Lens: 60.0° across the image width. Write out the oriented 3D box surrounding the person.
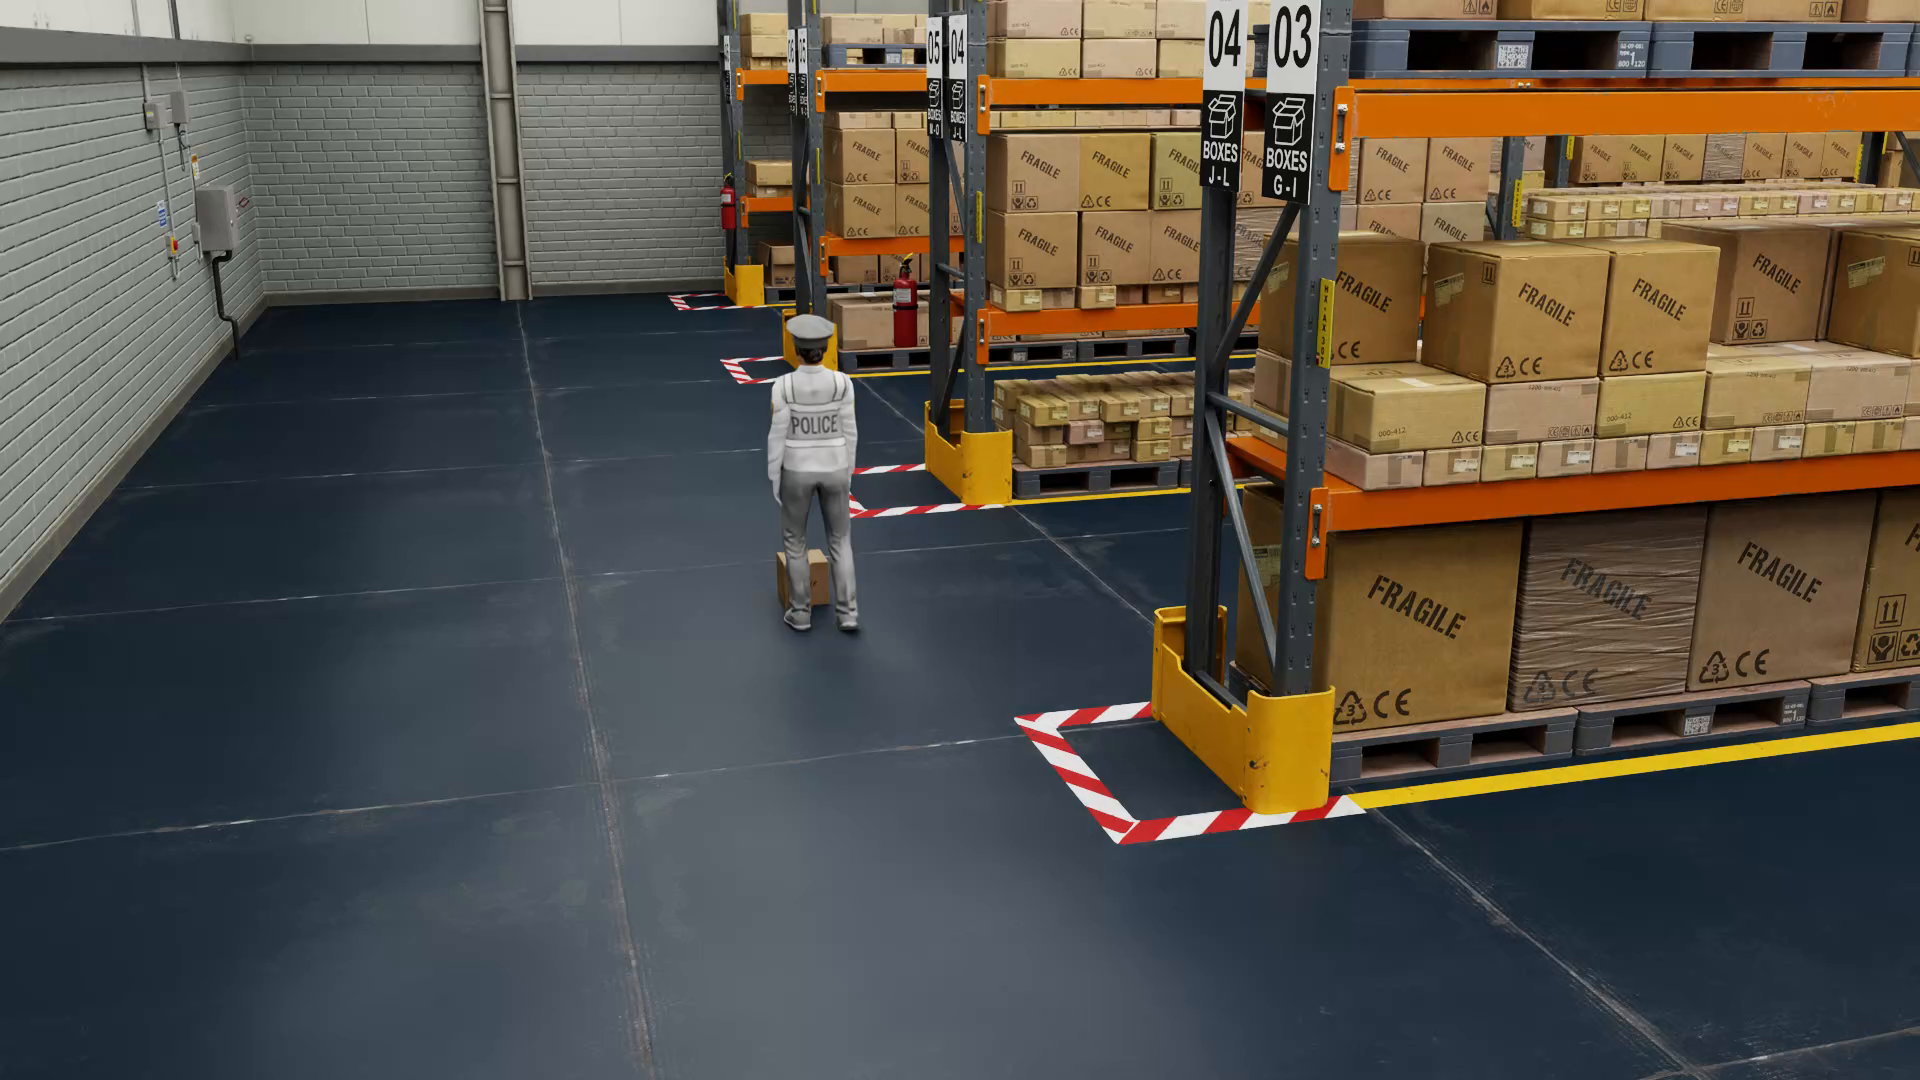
[{"bbox_3d":[-0.773,-0.314,8.706,0.471,1.733,0.378,-4,17,-14],"label":"person"}]
